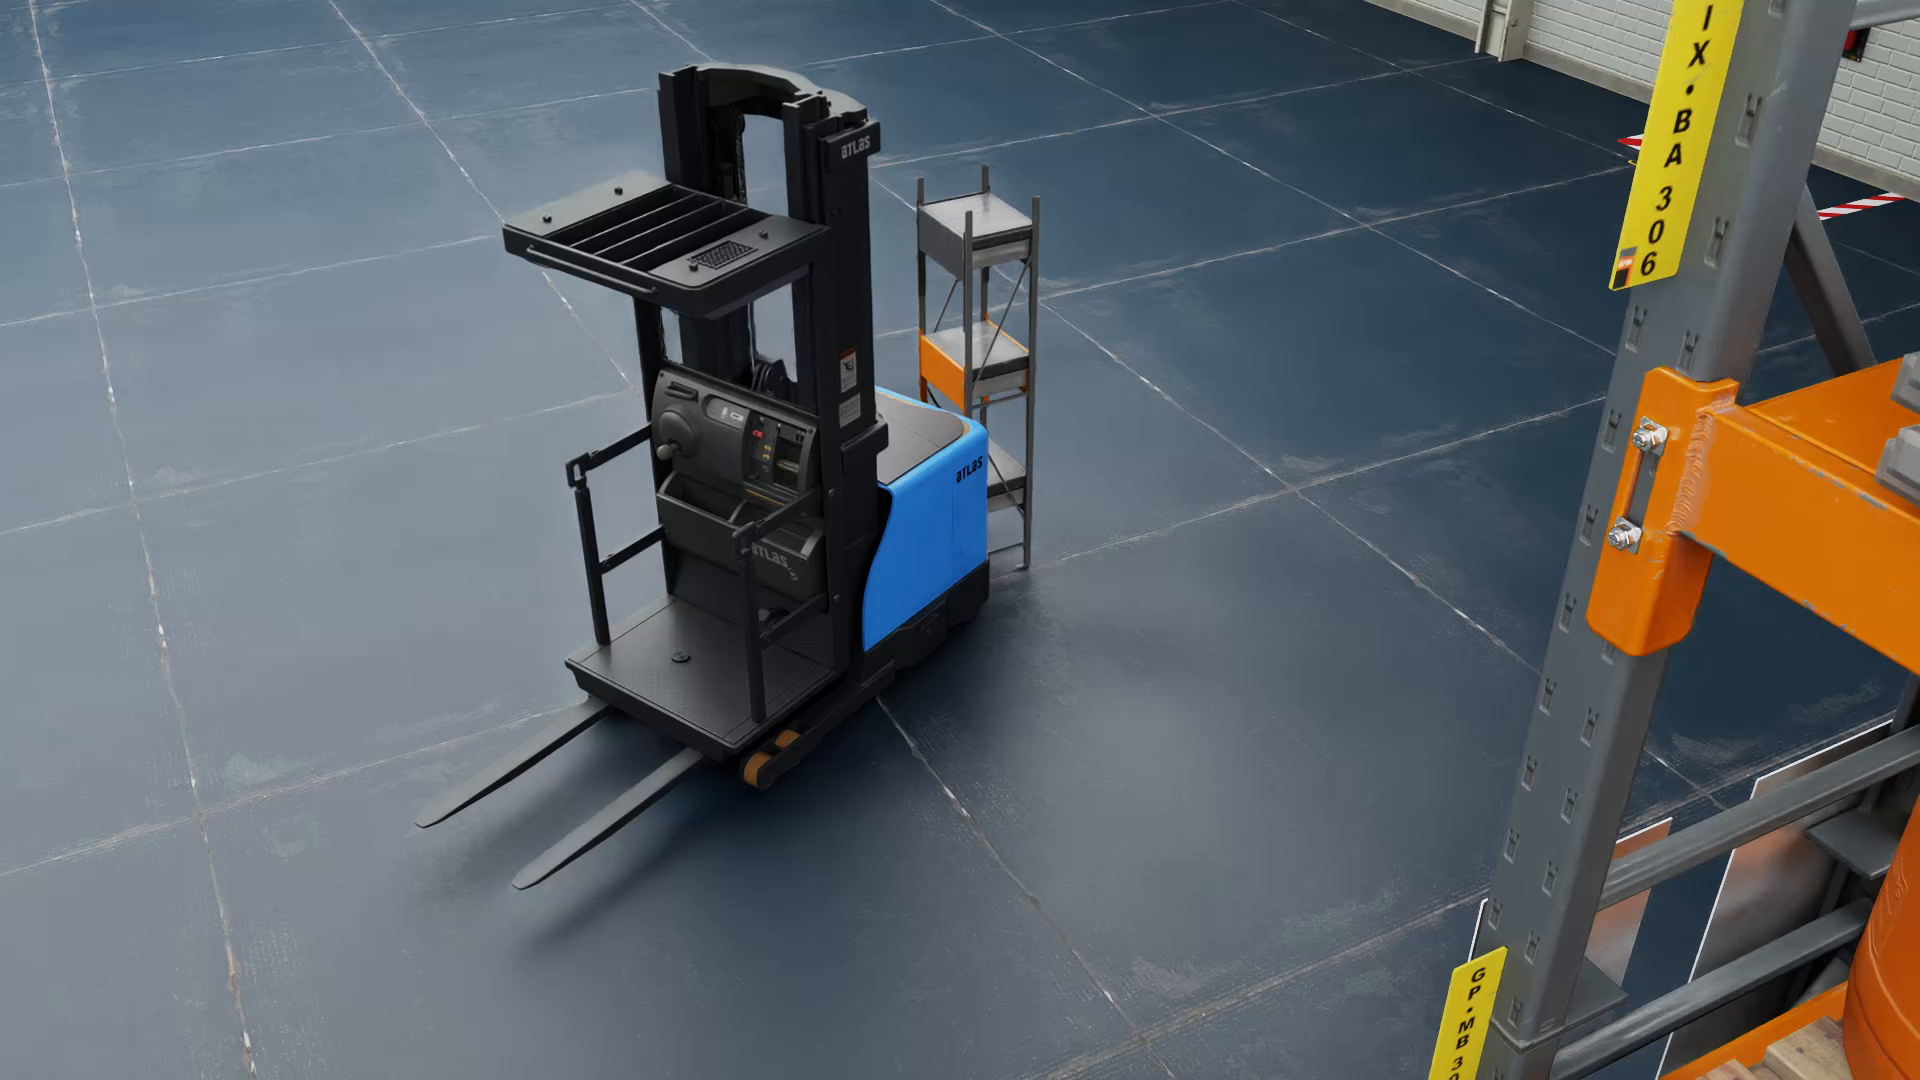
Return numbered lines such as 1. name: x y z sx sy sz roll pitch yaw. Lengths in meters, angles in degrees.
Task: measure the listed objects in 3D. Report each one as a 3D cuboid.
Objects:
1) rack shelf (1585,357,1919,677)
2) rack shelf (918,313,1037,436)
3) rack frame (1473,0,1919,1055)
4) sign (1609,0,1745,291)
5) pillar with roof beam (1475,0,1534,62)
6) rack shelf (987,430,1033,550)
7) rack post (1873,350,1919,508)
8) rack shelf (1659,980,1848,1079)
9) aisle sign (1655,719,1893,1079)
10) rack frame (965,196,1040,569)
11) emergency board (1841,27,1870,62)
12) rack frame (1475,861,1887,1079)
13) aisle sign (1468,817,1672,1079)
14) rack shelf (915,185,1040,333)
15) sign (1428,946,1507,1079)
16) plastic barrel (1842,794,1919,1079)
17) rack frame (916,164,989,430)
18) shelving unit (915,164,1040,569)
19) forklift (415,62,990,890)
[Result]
1. rack shelf: 2.181 0.777 0.732 1.077 0.370 4.000 -16 36 -23
2. rack shelf: 0.084 -0.804 8.581 0.431 0.518 0.480 -17 36 -24
3. rack frame: 1.249 -0.648 1.920 1.000 3.000 0.127 -16 36 -23
4. sign: 0.760 -0.424 1.764 0.100 0.325 0.005 -16 36 -23
5. pillar with roof beam: 1.701 -7.668 12.876 9.100 9.000 0.400 -16 36 -23
6. rack shelf: 0.085 -0.216 8.961 0.431 0.518 0.480 -17 36 -24
7. rack post: 1.489 -0.045 1.442 0.937 0.300 0.954 -12 35 -18
8. rack shelf: 2.181 1.872 1.434 1.077 0.370 4.000 -16 36 -23
9. aisle sign: 1.478 0.674 3.007 0.394 0.787 0.004 -16 36 -23
10. rack frame: 0.202 -0.700 8.395 0.400 2.100 0.015 -17 36 -24
11. emergency board: 7.189 -4.550 13.571 0.194 1.169 0.643 -16 36 -23
12. rack frame: 1.249 1.878 3.539 1.000 3.000 0.127 -16 36 -23
13. aisle sign: 0.956 0.822 2.776 0.394 0.787 0.004 -16 36 -23
14. rack shelf: 0.083 -1.392 8.202 0.431 0.518 0.480 -17 36 -24
15. sign: 0.760 0.747 2.514 0.100 0.325 0.005 -16 36 -23
16. plastic barrel: 1.588 0.457 2.188 0.600 0.830 0.708 -16 36 -23
17. rack frame: -0.034 -0.931 8.753 0.400 2.100 0.015 -17 36 -24
18. shelving unit: 0.084 -0.815 8.574 0.431 2.100 0.503 -17 36 -24
19. forklift: -1.127 -0.411 7.174 1.130 2.935 3.031 22 39 30
